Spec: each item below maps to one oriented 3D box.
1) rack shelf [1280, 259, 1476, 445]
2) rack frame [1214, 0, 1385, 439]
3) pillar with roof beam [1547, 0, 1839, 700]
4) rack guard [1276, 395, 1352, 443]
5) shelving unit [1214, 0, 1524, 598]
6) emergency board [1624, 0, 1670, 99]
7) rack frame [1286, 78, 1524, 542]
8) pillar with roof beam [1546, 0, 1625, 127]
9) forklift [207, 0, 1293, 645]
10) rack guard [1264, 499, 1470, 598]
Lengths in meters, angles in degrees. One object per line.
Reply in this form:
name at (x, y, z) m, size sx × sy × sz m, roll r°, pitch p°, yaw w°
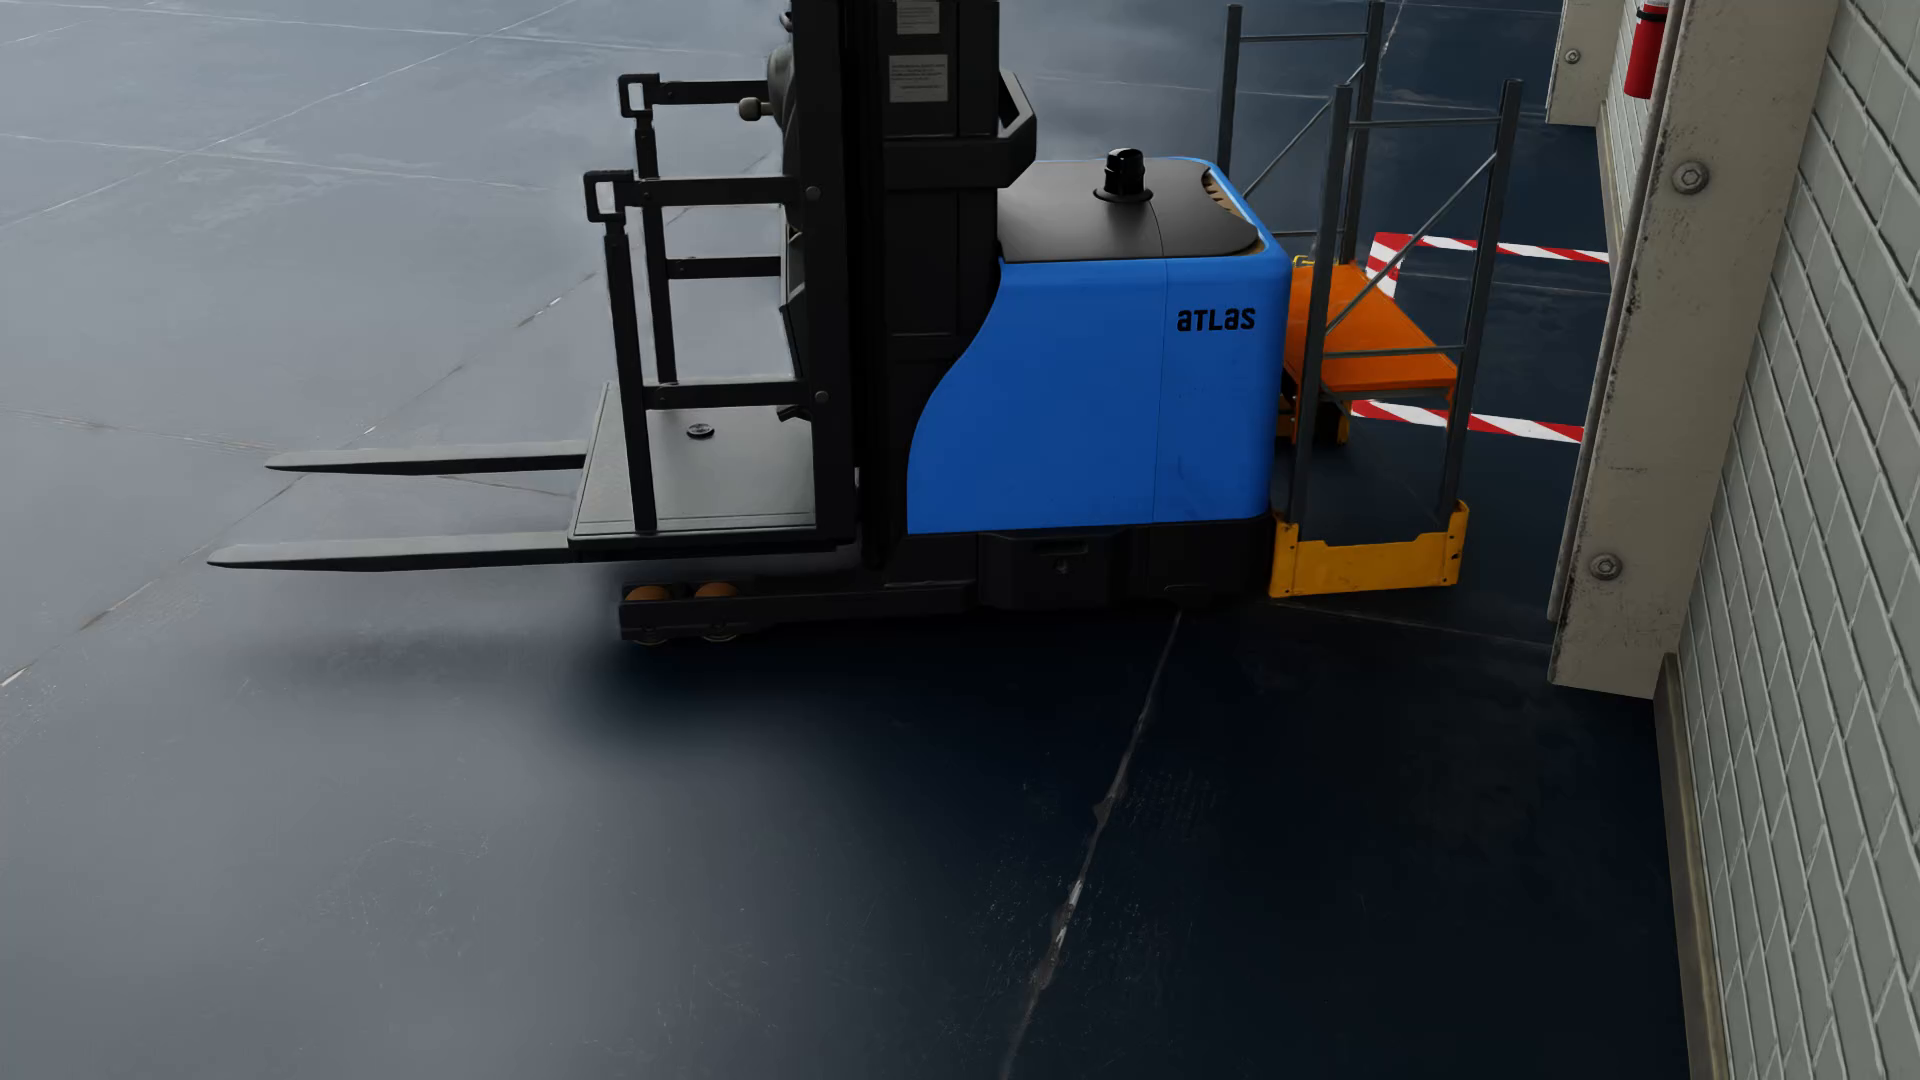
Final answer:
rack shelf at (1.141, -0.609, 5.172) m, size 0.538 × 0.185 × 1.000 m, roll -4°, pitch 29°, yaw -7°
rack frame at (1.074, -1.011, 5.525) m, size 0.500 × 1.500 × 0.032 m, roll -4°, pitch 29°, yaw -7°
pillar with roof beam at (-2.302, -4.226, 3.591) m, size 9.100 × 9.000 × 0.400 m, roll 8°, pitch 30°, yaw 15°
rack guard at (1.077, -0.456, 5.812) m, size 0.587 × 0.250 × 0.087 m, roll -4°, pitch 29°, yaw -7°
shelving unit at (1.142, -0.762, 5.077) m, size 0.587 × 1.500 × 1.083 m, roll -4°, pitch 29°, yaw -7°
emergency board at (2.575, -2.133, 6.000) m, size 0.194 × 1.169 × 0.643 m, roll 8°, pitch 30°, yaw 15°
rack frame at (1.207, -0.521, 4.644) m, size 0.500 × 1.500 × 0.032 m, roll -4°, pitch 29°, yaw -7°
pillar with roof beam at (-0.541, -7.015, 8.603) m, size 9.100 × 9.000 × 0.400 m, roll 8°, pitch 30°, yaw 15°
forklift at (-0.644, -1.252, 4.485) m, size 3.031 × 2.935 × 1.130 m, roll -3°, pitch 29°, yaw -5°
rack guard at (1.207, 0.024, 4.949) m, size 0.587 × 0.250 × 0.087 m, roll -4°, pitch 29°, yaw -7°
